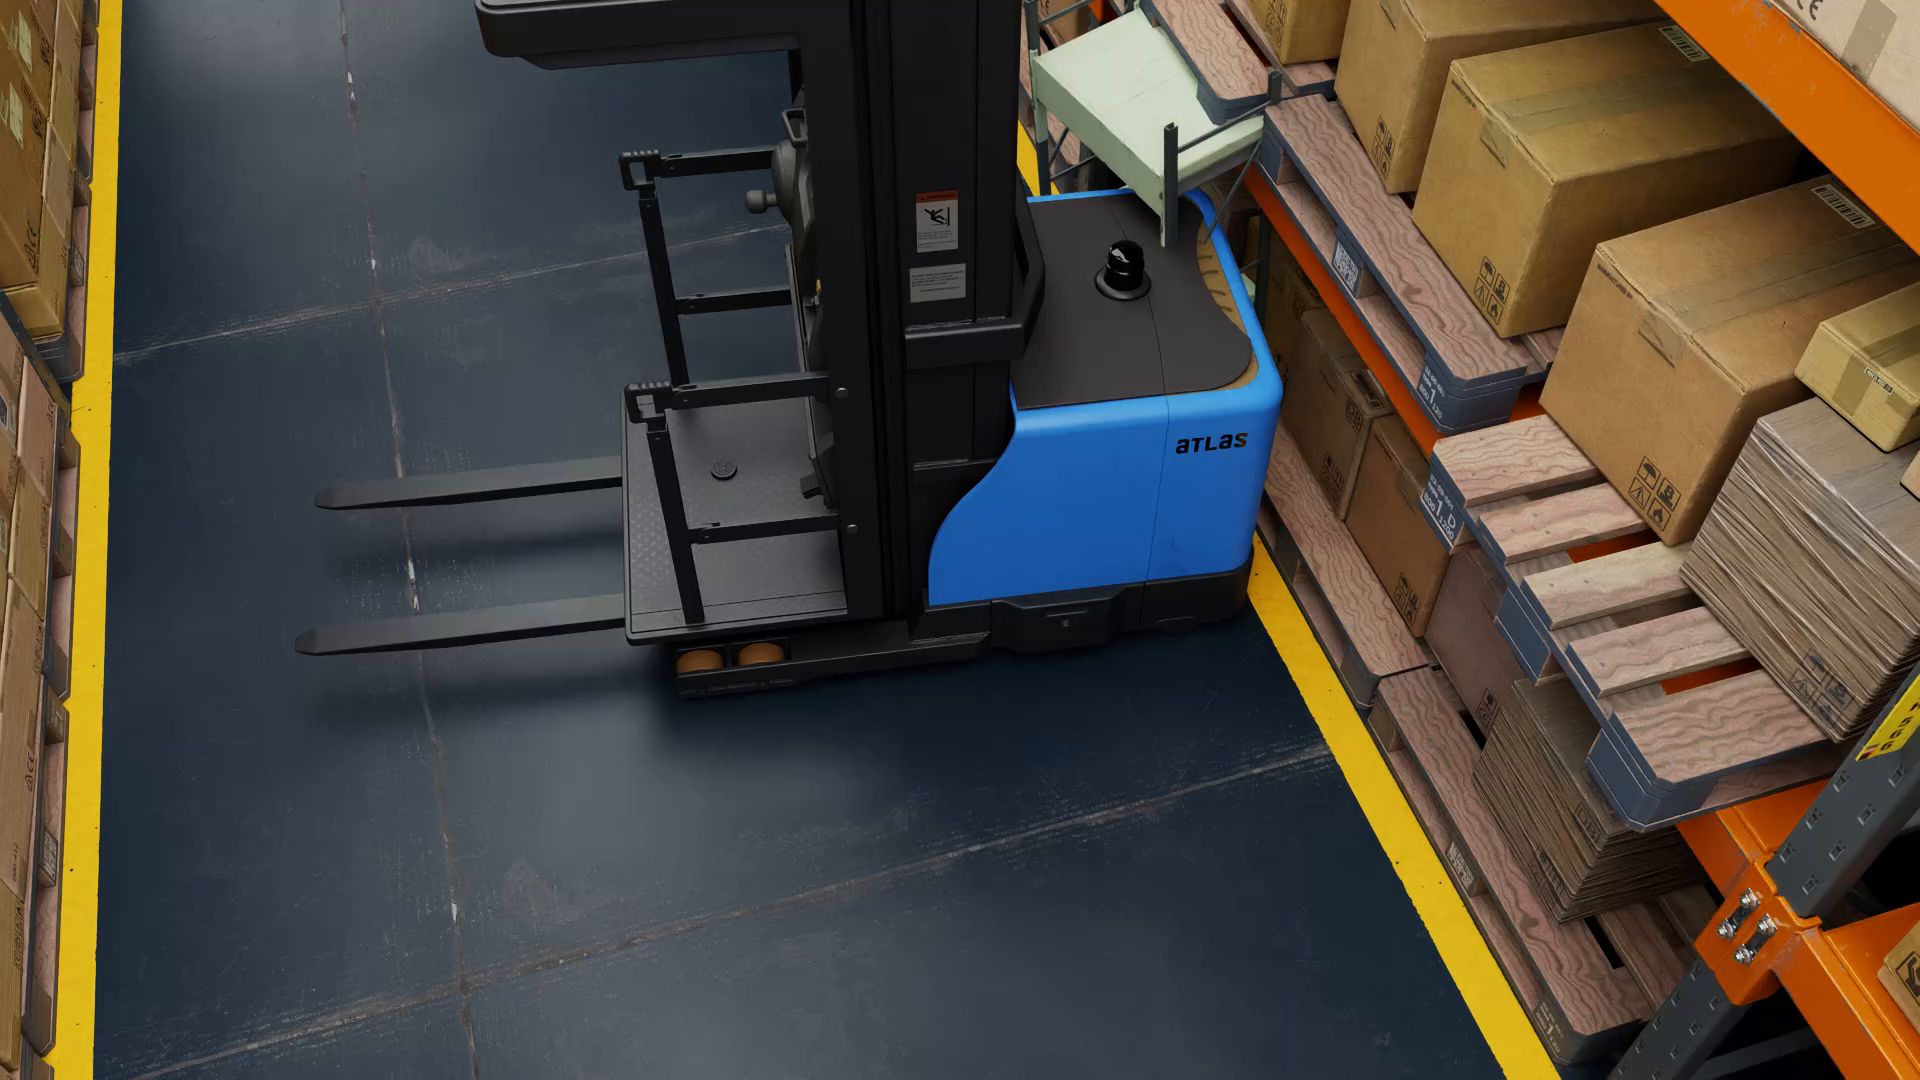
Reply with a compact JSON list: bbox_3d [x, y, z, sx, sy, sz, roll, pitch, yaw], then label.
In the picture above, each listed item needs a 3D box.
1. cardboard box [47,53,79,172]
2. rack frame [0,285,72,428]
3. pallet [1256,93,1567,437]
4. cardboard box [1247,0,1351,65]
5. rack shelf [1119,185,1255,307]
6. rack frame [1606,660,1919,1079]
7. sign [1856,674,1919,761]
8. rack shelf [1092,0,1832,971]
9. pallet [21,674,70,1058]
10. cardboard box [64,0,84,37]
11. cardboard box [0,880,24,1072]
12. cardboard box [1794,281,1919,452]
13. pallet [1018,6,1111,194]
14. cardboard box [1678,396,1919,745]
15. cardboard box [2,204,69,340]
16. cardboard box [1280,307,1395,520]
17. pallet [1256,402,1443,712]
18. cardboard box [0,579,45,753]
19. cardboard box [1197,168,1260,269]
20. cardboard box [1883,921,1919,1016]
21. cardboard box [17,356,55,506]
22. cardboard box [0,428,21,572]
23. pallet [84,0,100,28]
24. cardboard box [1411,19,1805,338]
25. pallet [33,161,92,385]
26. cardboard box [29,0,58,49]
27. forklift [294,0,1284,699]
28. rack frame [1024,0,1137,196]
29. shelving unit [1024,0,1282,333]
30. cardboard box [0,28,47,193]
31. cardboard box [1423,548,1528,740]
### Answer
[{"bbox_3d":[-3.888,-1.692,6.738,0.500,0.250,0.500,-13,51,-11],"label":"cardboard box"},{"bbox_3d":[-3.755,-1.303,4.887,1.000,3.000,0.127,-13,51,-11],"label":"rack frame"},{"bbox_3d":[1.535,-0.879,4.655,1.003,0.211,1.213,-13,51,-11],"label":"pallet"},{"bbox_3d":[1.253,-1.811,4.961,0.700,0.500,0.500,-9,50,-7],"label":"cardboard box"},{"bbox_3d":[0.668,-0.872,5.794,0.431,0.370,0.720,-29,56,-13],"label":"rack shelf"},{"bbox_3d":[2.159,0.496,3.370,1.000,3.000,0.127,-13,51,-11],"label":"rack frame"},{"bbox_3d":[1.644,0.277,2.849,0.100,0.325,0.005,-13,51,-11],"label":"sign"},{"bbox_3d":[1.568,-0.733,4.877,1.077,0.370,4.000,-13,51,-11],"label":"rack shelf"},{"bbox_3d":[-3.135,1.018,4.754,1.003,0.211,1.213,-13,51,-11],"label":"pallet"},{"bbox_3d":[-4.188,-2.422,7.353,0.500,0.250,0.500,-13,51,-11],"label":"cardboard box"},{"bbox_3d":[-2.755,1.175,4.321,0.500,0.250,0.500,-15,51,-12],"label":"cardboard box"},{"bbox_3d":[1.919,-0.364,3.318,0.380,0.149,0.250,-21,53,-17],"label":"cardboard box"},{"bbox_3d":[0.744,-2.010,7.306,1.003,0.211,1.213,-13,51,-11],"label":"pallet"},{"bbox_3d":[2.011,-0.019,3.451,0.700,0.500,0.500,-19,52,-15],"label":"cardboard box"},{"bbox_3d":[-3.602,-0.960,6.121,0.500,0.250,0.500,-13,51,-11],"label":"cardboard box"},{"bbox_3d":[1.523,-0.480,5.540,0.700,0.500,0.500,-13,51,-11],"label":"cardboard box"},{"bbox_3d":[1.572,-0.066,5.668,1.003,0.211,1.213,-13,51,-11],"label":"pallet"},{"bbox_3d":[-3.055,0.428,4.951,0.500,0.250,0.500,-12,51,-10],"label":"cardboard box"},{"bbox_3d":[1.210,-1.228,6.171,0.700,0.500,0.500,-12,51,-10],"label":"cardboard box"},{"bbox_3d":[2.058,0.774,2.863,0.500,0.500,0.500,-12,51,-10],"label":"cardboard box"},{"bbox_3d":[-3.355,-0.315,5.577,0.500,0.250,0.500,-14,51,-11],"label":"cardboard box"},{"bbox_3d":[-3.201,-0.123,5.049,0.500,0.311,0.500,-12,51,-10],"label":"cardboard box"},{"bbox_3d":[-4.671,-2.777,7.953,1.003,0.211,1.213,-13,51,-11],"label":"pallet"},{"bbox_3d":[1.621,-0.924,4.214,0.700,0.500,0.500,-13,51,-11],"label":"cardboard box"},{"bbox_3d":[-3.950,-0.995,6.450,1.003,0.211,1.213,-13,51,-11],"label":"pallet"},{"bbox_3d":[-4.038,-2.299,6.759,0.500,0.500,0.500,-13,51,-11],"label":"cardboard box"},{"bbox_3d":[-0.619,-0.875,4.571,3.031,2.935,1.130,-6,50,-5],"label":"forklift"},{"bbox_3d":[0.446,-1.304,5.728,0.400,1.500,0.023,-29,56,-13],"label":"rack frame"},{"bbox_3d":[0.635,-1.061,5.530,0.431,1.500,0.755,-29,56,-13],"label":"shelving unit"},{"bbox_3d":[-3.748,-1.567,6.142,0.500,0.500,0.500,-13,51,-11],"label":"cardboard box"},{"bbox_3d":[1.855,0.243,4.931,0.700,0.500,0.500,-13,51,-11],"label":"cardboard box"}]
